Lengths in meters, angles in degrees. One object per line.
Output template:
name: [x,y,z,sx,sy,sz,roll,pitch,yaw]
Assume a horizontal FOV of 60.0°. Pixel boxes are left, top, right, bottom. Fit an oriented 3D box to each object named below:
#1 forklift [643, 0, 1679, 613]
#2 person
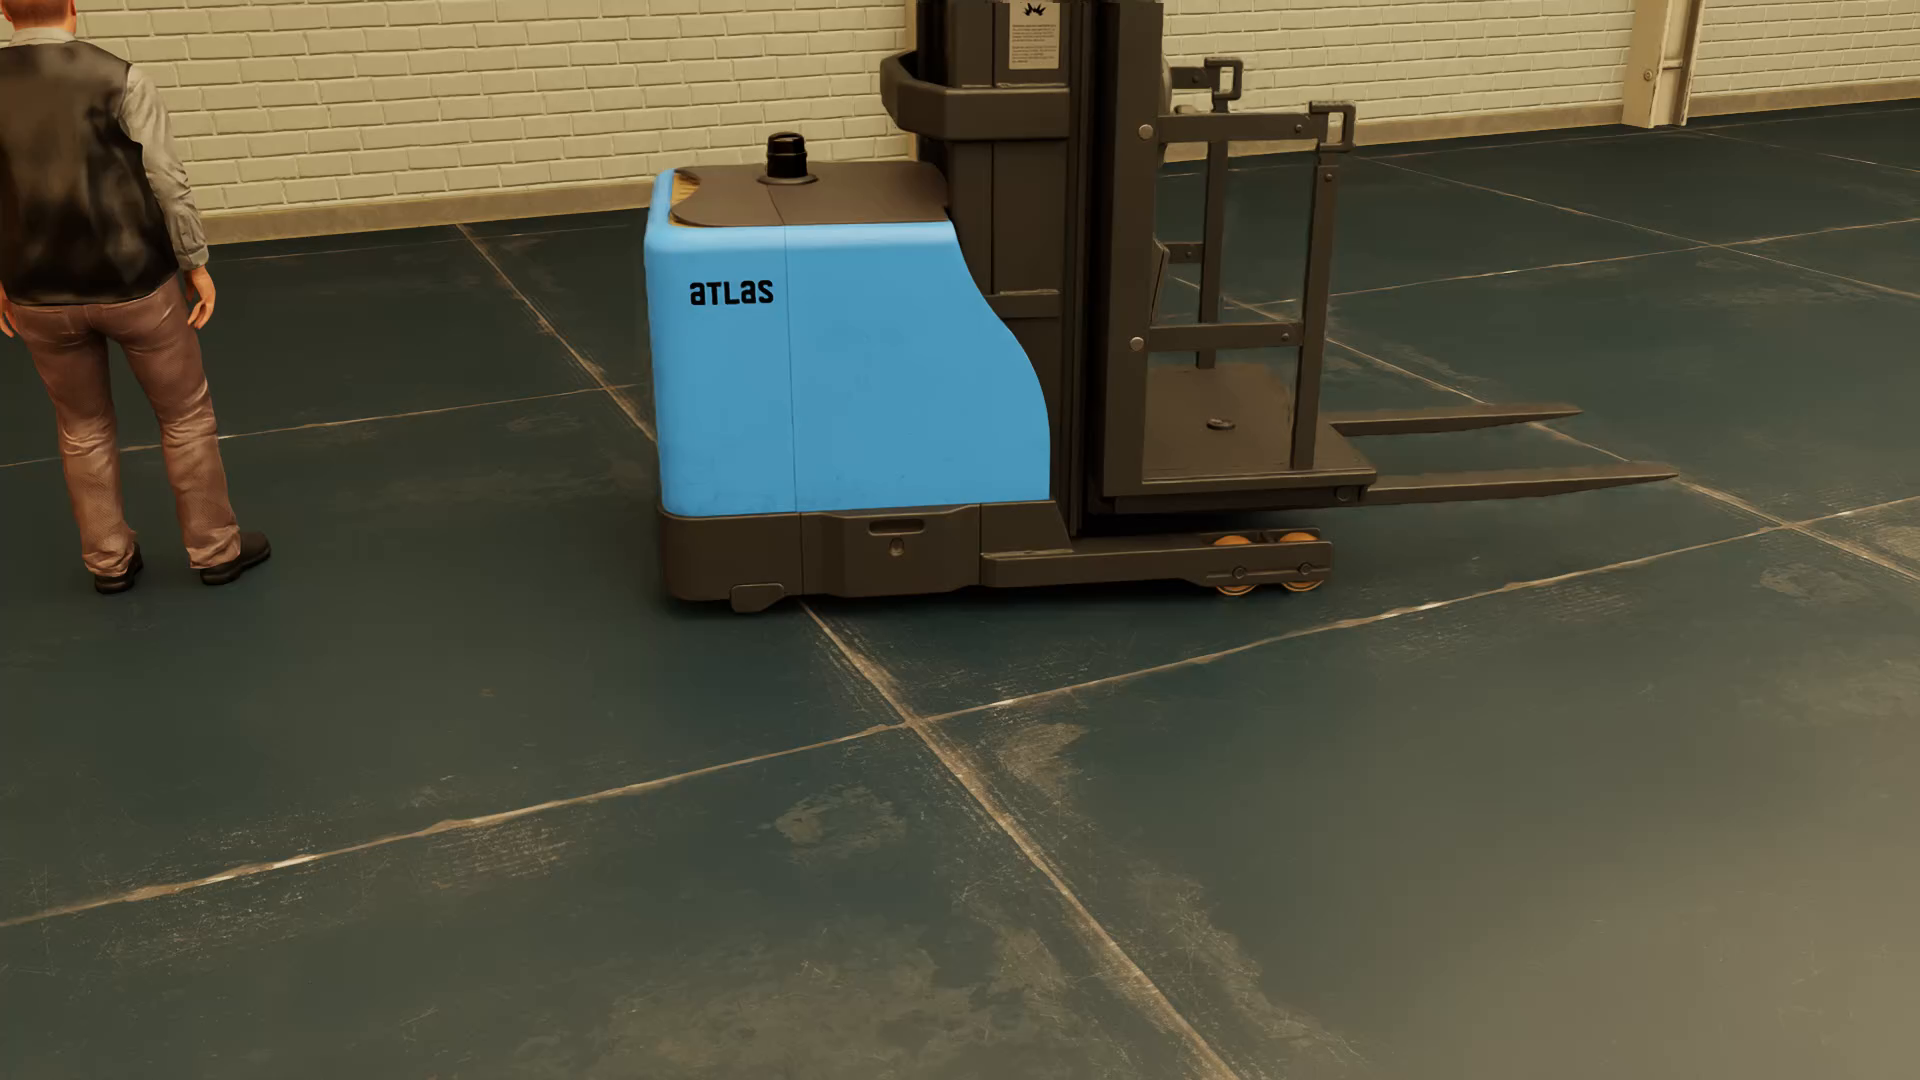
forklift: [0.624,-1.394,4.643,3.031,2.935,1.130,-3,23,-7]
person: [-2.333,-0.679,4.501,0.589,1.720,0.421,-4,23,-10]
